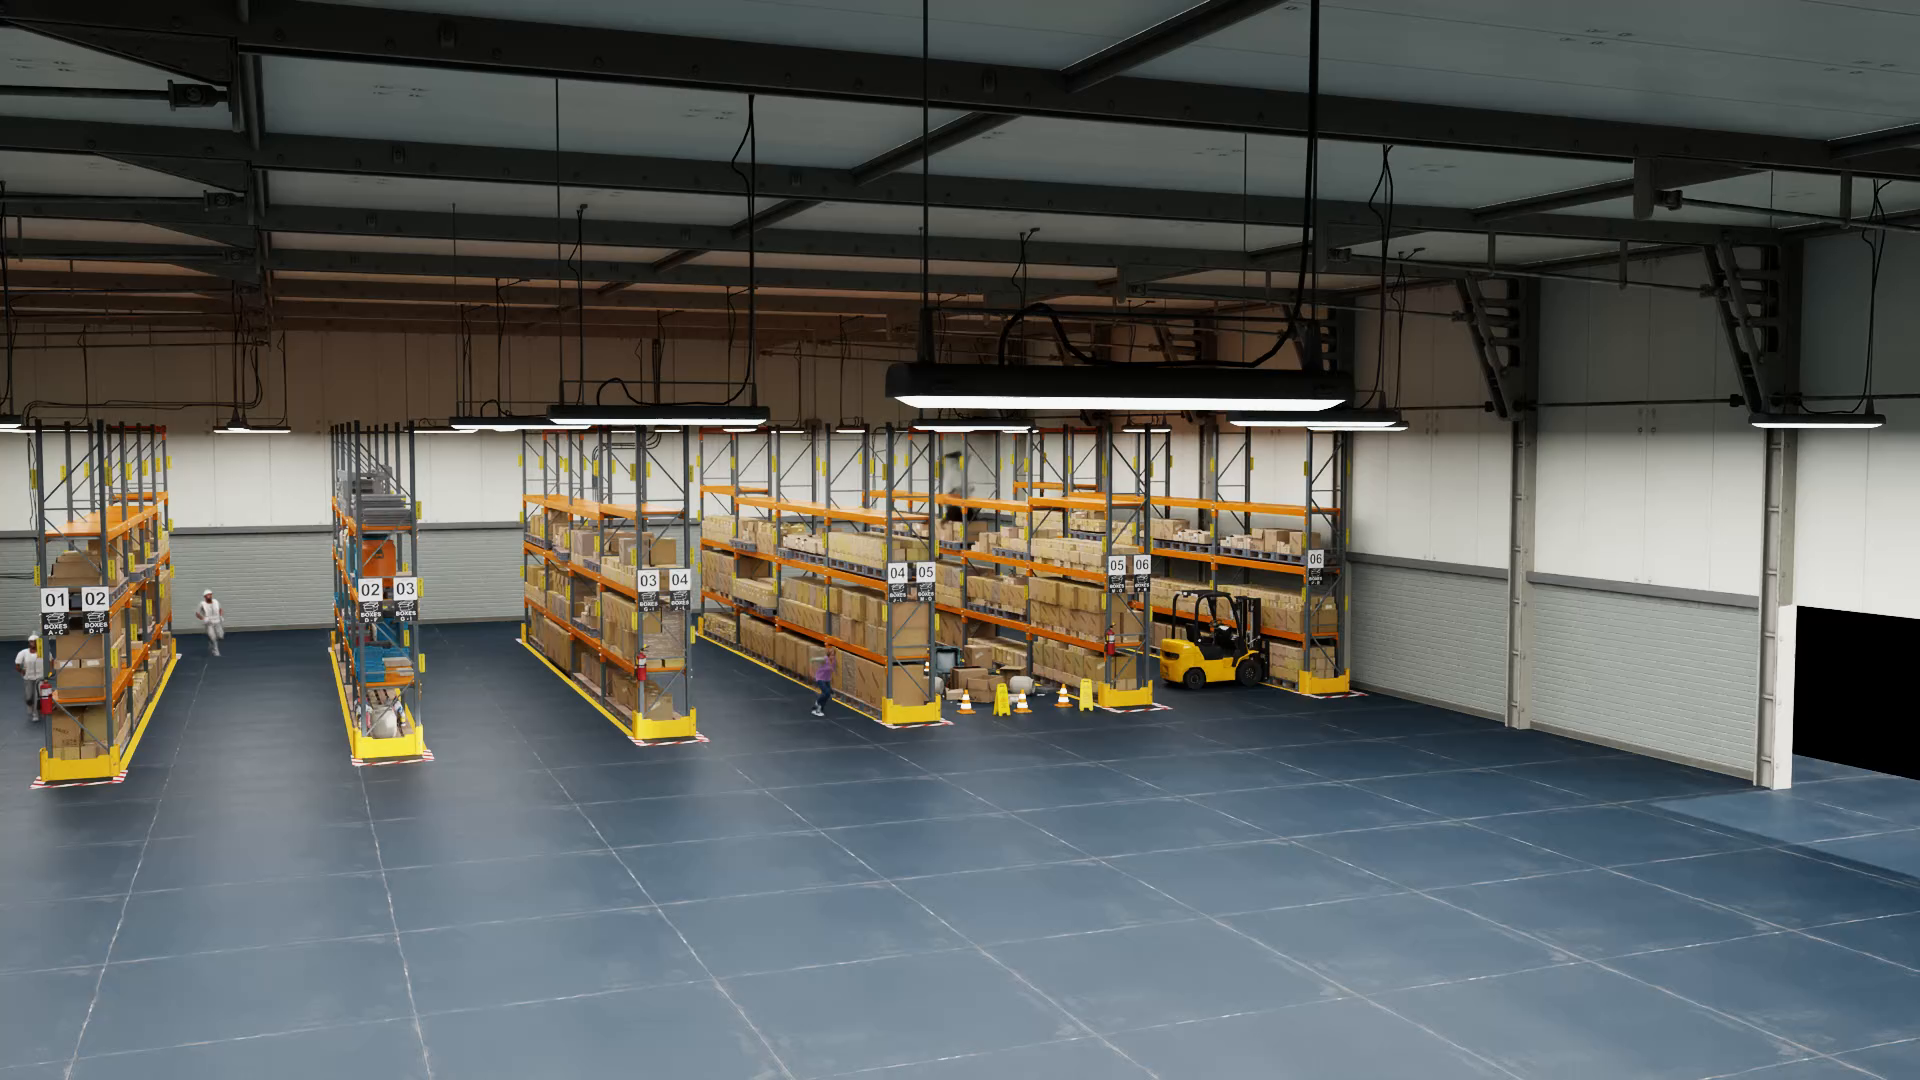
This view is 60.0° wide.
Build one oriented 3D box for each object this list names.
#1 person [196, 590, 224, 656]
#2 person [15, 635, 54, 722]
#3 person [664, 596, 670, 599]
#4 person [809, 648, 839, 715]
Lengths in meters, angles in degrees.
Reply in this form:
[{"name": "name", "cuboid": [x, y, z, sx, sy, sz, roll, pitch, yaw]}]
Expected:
[{"name": "person", "cuboid": [-19.537, 2.162, 43.321, 0.692, 1.720, 0.609, -3, 5, -44]}, {"name": "person", "cuboid": [-18.603, 2.768, 33.440, 0.699, 1.728, 0.687, -2, 4, -30]}, {"name": "person", "cuboid": [-8.569, 1.857, 47.916, 0.684, 1.745, 0.527, 2, 4, 23]}, {"name": "person", "cuboid": [-2.780, 2.892, 33.804, 0.566, 1.432, 0.830, -3, 5, -40]}]
